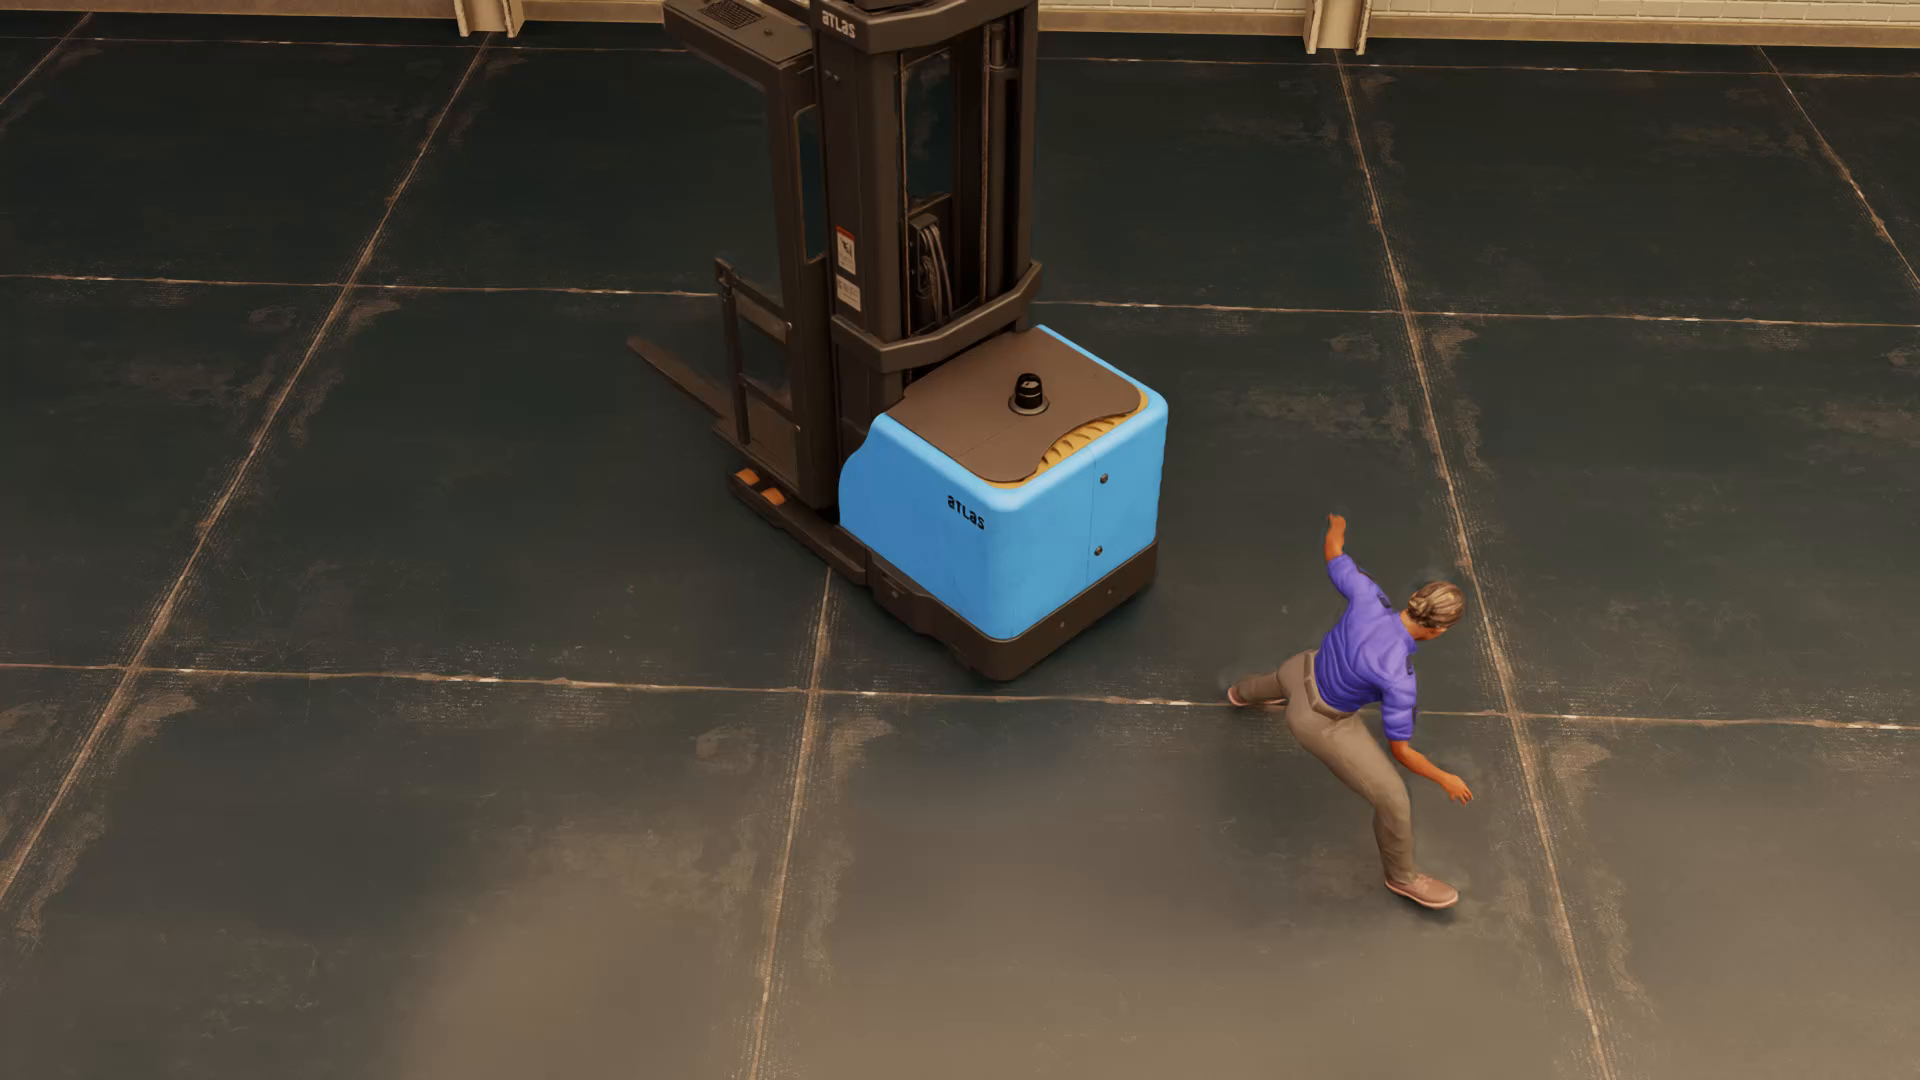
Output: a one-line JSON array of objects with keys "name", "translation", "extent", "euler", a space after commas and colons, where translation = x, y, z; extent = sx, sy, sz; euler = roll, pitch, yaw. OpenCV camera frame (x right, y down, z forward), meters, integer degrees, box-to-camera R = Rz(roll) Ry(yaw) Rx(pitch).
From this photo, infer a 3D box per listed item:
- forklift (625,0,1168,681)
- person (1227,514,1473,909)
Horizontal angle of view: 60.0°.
[{"name": "forklift", "translation": [-0.482, -1.380, 7.254], "extent": [1.130, 2.935, 3.031], "euler": [-32, 51, -30]}, {"name": "person", "translation": [1.509, 0.561, 6.313], "extent": [0.721, 1.348, 1.199], "euler": [-1, 42, -1]}]
